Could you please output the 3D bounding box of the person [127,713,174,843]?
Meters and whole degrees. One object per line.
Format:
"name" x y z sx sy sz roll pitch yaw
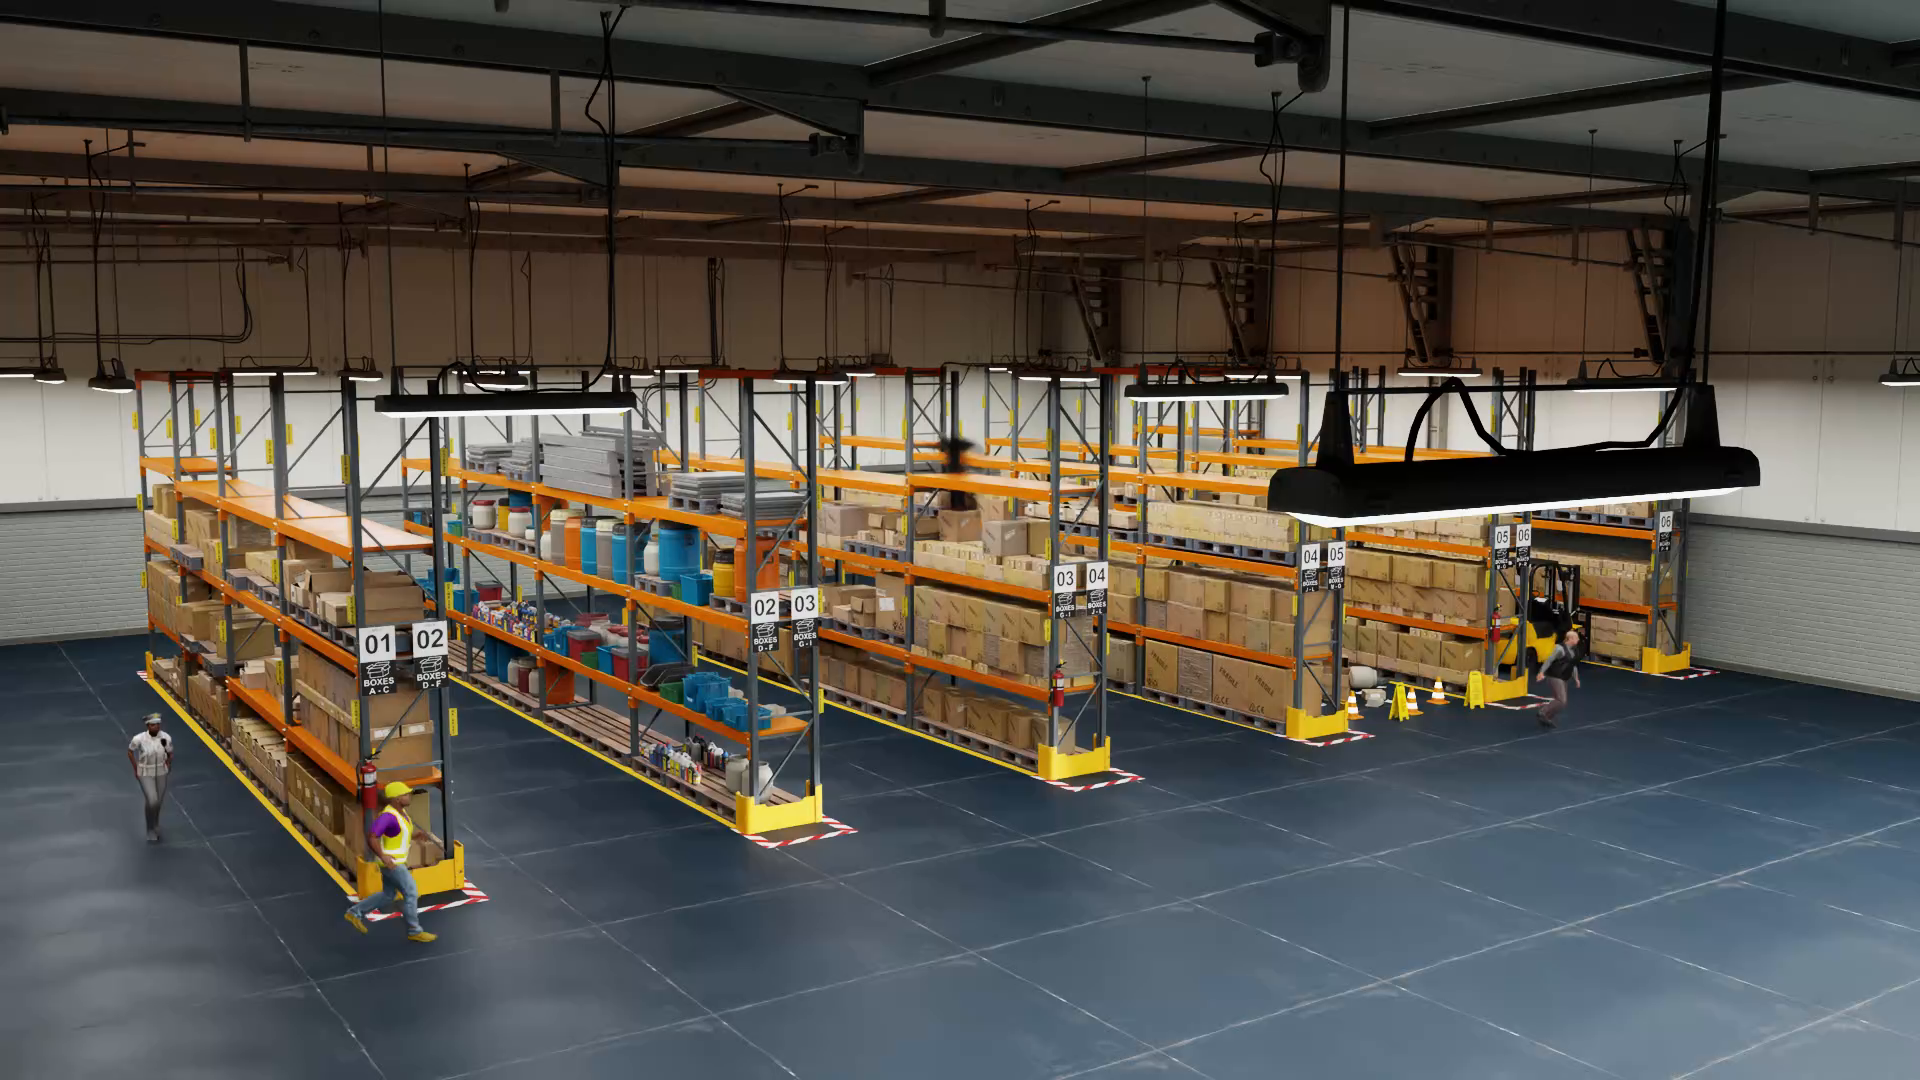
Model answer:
"person" -10.499 3.075 21.645 0.497 1.708 0.788 -6 9 -44

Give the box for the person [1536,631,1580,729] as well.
"person" 10.084 2.349 28.009 0.563 1.678 0.667 6 9 44

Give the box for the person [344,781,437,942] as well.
"person" -6.128 3.458 17.810 0.963 1.762 0.676 -1 7 -12
